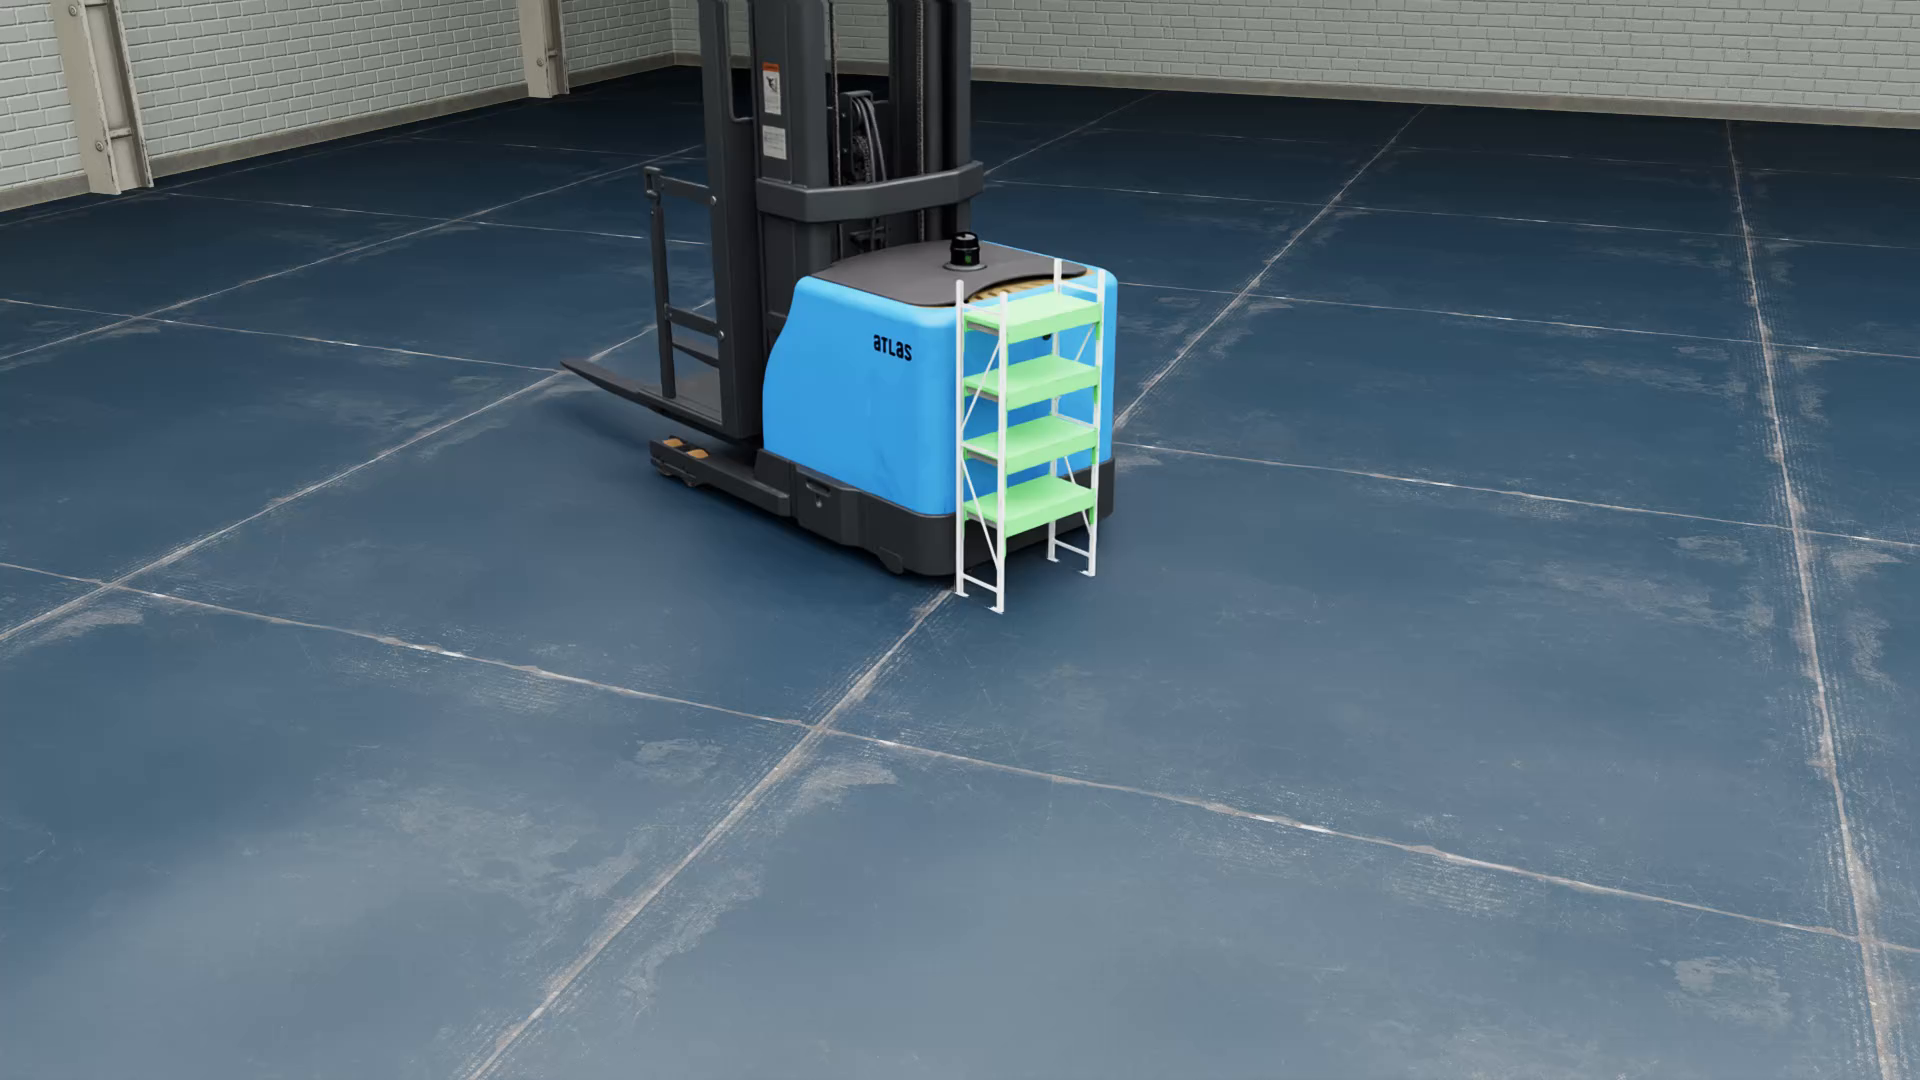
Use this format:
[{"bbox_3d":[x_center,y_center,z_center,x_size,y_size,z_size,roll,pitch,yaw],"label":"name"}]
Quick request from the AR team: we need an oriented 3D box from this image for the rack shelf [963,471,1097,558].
[{"bbox_3d":[0.253,-0.101,6.225,0.480,0.148,0.258,-19,30,-39],"label":"rack shelf"}]

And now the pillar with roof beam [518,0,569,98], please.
[{"bbox_3d":[-0.655,-8.563,15.574,9.100,9.000,0.400,9,24,20],"label":"pillar with roof beam"}]

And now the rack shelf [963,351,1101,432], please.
[{"bbox_3d":[0.253,-0.544,6.039,0.480,0.148,0.258,-19,30,-39],"label":"rack shelf"}]

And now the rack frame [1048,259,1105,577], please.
[{"bbox_3d":[0.433,-0.445,6.260,0.015,1.200,0.240,-19,30,-39],"label":"rack frame"}]

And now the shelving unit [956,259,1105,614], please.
[{"bbox_3d":[0.253,-0.382,6.107,0.503,1.200,0.258,-19,30,-39],"label":"shelving unit"}]

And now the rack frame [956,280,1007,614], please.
[{"bbox_3d":[0.073,-0.318,5.955,0.015,1.200,0.240,-19,30,-39],"label":"rack frame"}]

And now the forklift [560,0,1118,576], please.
[{"bbox_3d":[-0.735,-1.701,7.019,1.130,2.935,3.031,-19,30,-39],"label":"forklift"}]

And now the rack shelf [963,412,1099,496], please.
[{"bbox_3d":[0.253,-0.323,6.132,0.480,0.148,0.258,-19,30,-39],"label":"rack shelf"}]

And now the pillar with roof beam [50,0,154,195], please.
[{"bbox_3d":[-2.883,-6.416,10.434,9.100,9.000,0.400,9,24,20],"label":"pillar with roof beam"}]

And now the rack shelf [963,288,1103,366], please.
[{"bbox_3d":[0.253,-0.766,5.947,0.480,0.148,0.258,-19,30,-39],"label":"rack shelf"}]
